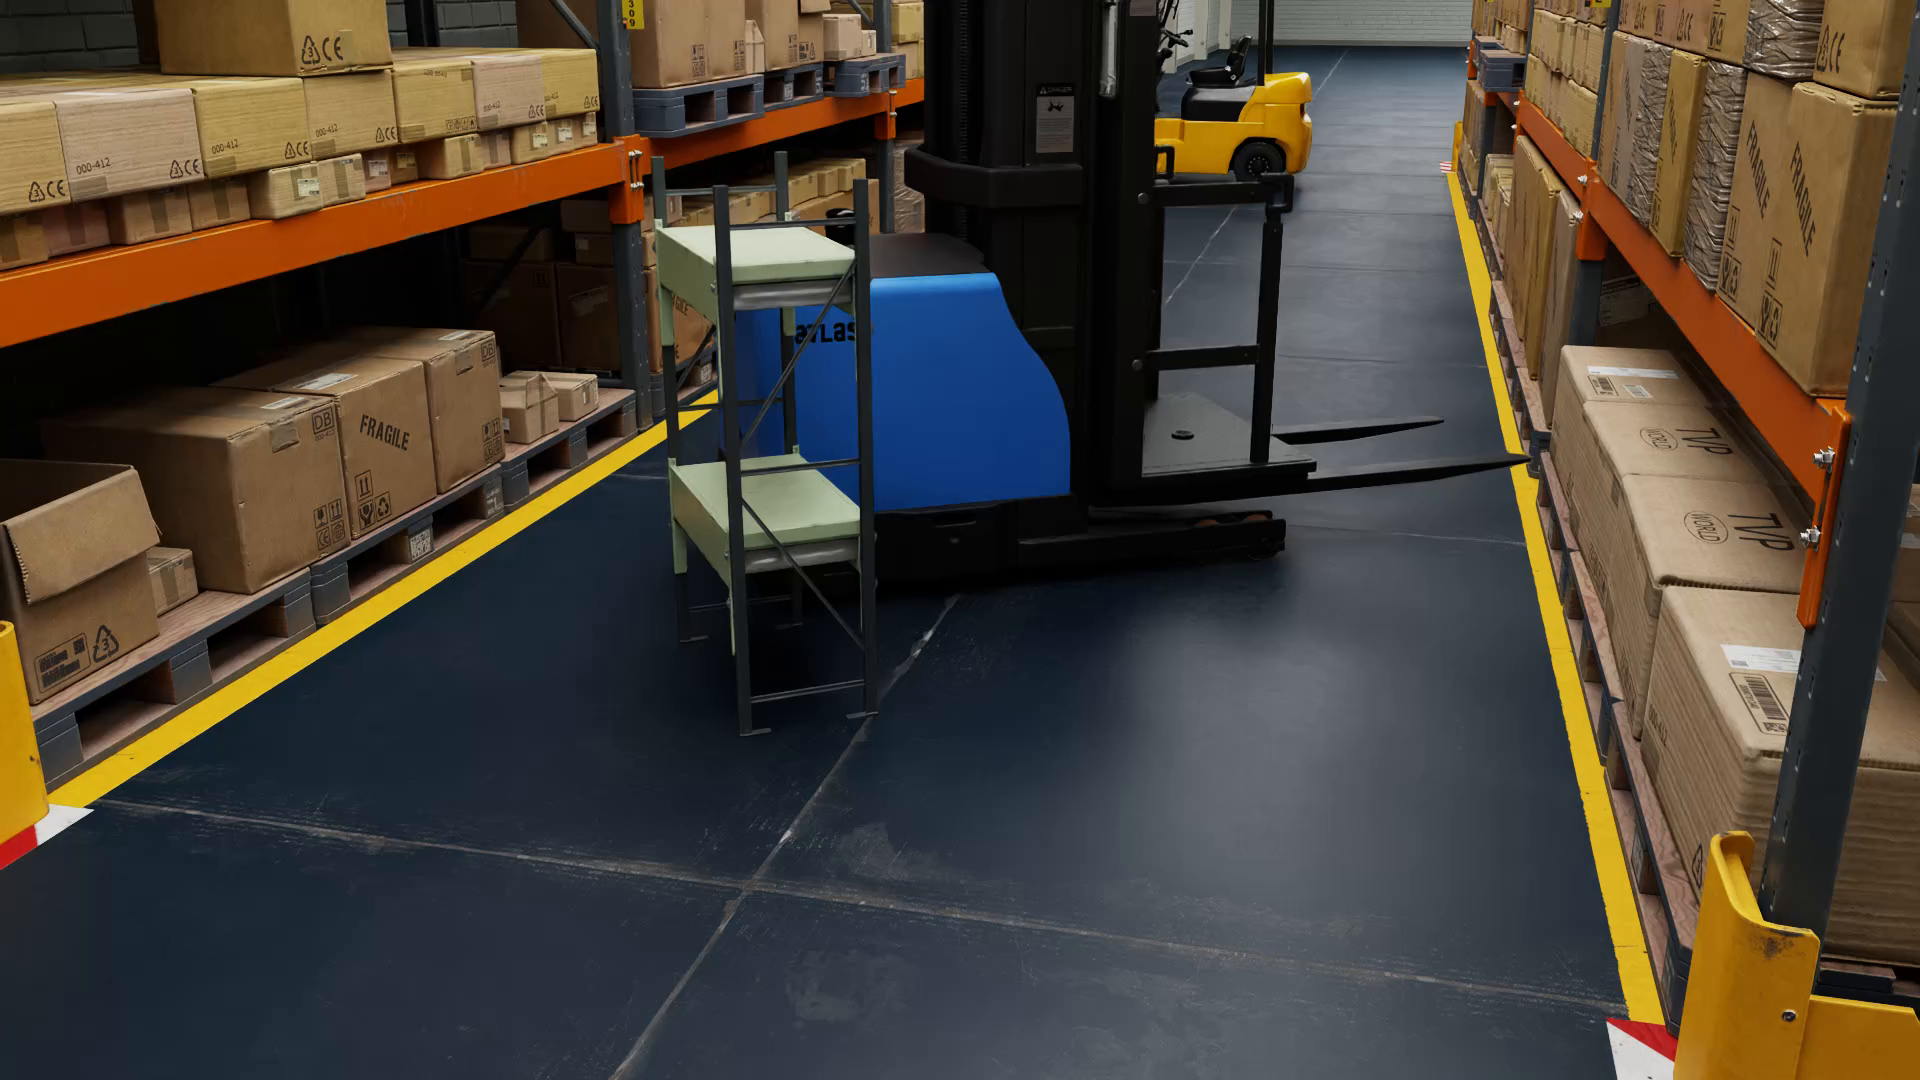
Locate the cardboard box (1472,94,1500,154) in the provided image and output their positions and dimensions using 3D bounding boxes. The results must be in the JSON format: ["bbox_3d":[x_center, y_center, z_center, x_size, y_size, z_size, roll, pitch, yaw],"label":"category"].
[{"bbox_3d":[4.852,-3.701,14.827,0.500,0.500,0.500,5,19,14],"label":"cardboard box"}]

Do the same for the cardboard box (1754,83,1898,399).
[{"bbox_3d":[1.774,-0.541,2.976,0.500,0.500,0.500,5,19,14],"label":"cardboard box"}]

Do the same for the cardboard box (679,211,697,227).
[{"bbox_3d":[-1.534,-1.555,8.312,0.380,0.149,0.250,4,19,11],"label":"cardboard box"}]

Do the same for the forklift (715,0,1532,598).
[{"bbox_3d":[0.662,-1.450,5.900,3.031,2.935,1.130,-6,20,-16],"label":"forklift"}]

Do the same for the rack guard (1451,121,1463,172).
[{"bbox_3d":[5.804,-4.130,17.505,1.175,0.500,0.348,5,19,13],"label":"rack guard"}]

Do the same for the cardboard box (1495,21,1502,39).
[{"bbox_3d":[4.334,-3.937,12.811,0.380,0.149,0.250,5,20,14],"label":"cardboard box"}]

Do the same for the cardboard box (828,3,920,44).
[{"bbox_3d":[-0.577,-3.503,11.262,0.500,0.250,0.500,5,19,13],"label":"cardboard box"}]

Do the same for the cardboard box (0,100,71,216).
[{"bbox_3d":[-2.529,-0.903,3.963,0.500,0.250,0.500,5,19,14],"label":"cardboard box"}]

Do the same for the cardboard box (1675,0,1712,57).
[{"bbox_3d":[2.148,-1.490,4.208,0.500,0.500,0.500,5,19,13],"label":"cardboard box"}]

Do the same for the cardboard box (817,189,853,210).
[{"bbox_3d":[-0.974,-1.930,10.415,0.500,0.500,0.500,4,19,13],"label":"cardboard box"}]

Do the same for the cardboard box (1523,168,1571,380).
[{"bbox_3d":[3.177,-1.253,7.852,0.875,0.875,0.875,5,20,15],"label":"cardboard box"}]

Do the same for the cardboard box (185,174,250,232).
[{"bbox_3d":[-2.326,-1.001,4.867,0.380,0.149,0.250,5,19,14],"label":"cardboard box"}]

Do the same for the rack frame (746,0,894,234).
[{"bbox_3d":[-0.946,-3.220,10.974,1.000,3.000,0.127,5,19,13],"label":"rack frame"}]

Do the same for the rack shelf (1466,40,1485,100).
[{"bbox_3d":[5.334,-4.369,15.451,1.077,0.370,4.000,5,19,13],"label":"rack shelf"}]

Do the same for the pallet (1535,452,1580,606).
[{"bbox_3d":[2.629,-0.023,5.930,1.003,0.211,1.213,5,19,13],"label":"pallet"}]

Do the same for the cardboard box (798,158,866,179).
[{"bbox_3d":[-0.822,-2.368,10.693,0.380,0.149,0.250,4,19,11],"label":"cardboard box"}]

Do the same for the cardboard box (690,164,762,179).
[{"bbox_3d":[-1.450,-2.238,10.314,0.380,0.149,0.250,5,19,14],"label":"cardboard box"}]

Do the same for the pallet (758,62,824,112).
[{"bbox_3d":[-1.417,-2.519,9.219,1.003,0.211,1.213,5,19,13],"label":"pallet"}]

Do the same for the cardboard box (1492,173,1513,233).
[{"bbox_3d":[4.379,-2.430,12.076,0.950,0.372,0.625,5,20,15],"label":"cardboard box"}]

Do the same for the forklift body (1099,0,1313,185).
[{"bbox_3d":[2.314,-4.587,16.290,2.313,2.155,1.214,5,19,13],"label":"forklift body"}]

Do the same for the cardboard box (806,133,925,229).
[{"bbox_3d":[-0.629,-2.695,12.460,0.875,0.625,0.625,5,20,15],"label":"cardboard box"}]

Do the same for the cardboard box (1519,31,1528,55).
[{"bbox_3d":[3.715,-3.120,10.420,0.380,0.149,0.250,5,19,14],"label":"cardboard box"}]

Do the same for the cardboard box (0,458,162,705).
[{"bbox_3d":[-2.660,0.086,4.507,0.797,0.503,0.637,4,19,11],"label":"cardboard box"}]

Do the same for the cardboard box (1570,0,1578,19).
[{"bbox_3d":[3.018,-2.576,7.386,0.500,0.500,0.500,5,20,15],"label":"cardboard box"}]

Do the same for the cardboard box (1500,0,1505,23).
[{"bbox_3d":[4.081,-3.872,11.620,0.500,0.500,0.500,4,19,11],"label":"cardboard box"}]

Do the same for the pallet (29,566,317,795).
[{"bbox_3d":[-2.689,0.334,4.885,1.003,0.211,1.213,5,19,13],"label":"pallet"}]

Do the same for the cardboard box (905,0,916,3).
[{"bbox_3d":[-0.519,-3.734,11.322,0.380,0.149,0.250,5,20,15],"label":"cardboard box"}]

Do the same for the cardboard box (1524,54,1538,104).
[{"bbox_3d":[3.504,-2.624,9.463,0.500,0.250,0.500,4,19,12],"label":"cardboard box"}]

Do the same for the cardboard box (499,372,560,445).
[{"bbox_3d":[-1.862,-0.561,6.770,0.396,0.266,0.258,5,20,15],"label":"cardboard box"}]

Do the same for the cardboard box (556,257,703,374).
[{"bbox_3d":[-1.587,-1.116,8.031,0.500,0.500,0.500,6,20,16],"label":"cardboard box"}]

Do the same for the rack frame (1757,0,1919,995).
[{"bbox_3d":[1.910,-0.322,2.489,0.949,2.616,0.053,5,19,13],"label":"rack frame"}]

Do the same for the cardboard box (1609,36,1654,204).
[{"bbox_3d":[2.395,-1.339,5.312,0.500,0.500,0.500,5,19,14],"label":"cardboard box"}]

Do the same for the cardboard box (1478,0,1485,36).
[{"bbox_3d":[5.075,-4.916,15.323,0.500,0.500,0.500,4,19,12],"label":"cardboard box"}]

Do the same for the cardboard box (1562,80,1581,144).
[{"bbox_3d":[2.881,-1.824,7.120,0.500,0.250,0.500,4,19,13],"label":"cardboard box"}]

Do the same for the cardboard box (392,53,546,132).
[{"bbox_3d":[-1.920,-1.699,6.292,0.500,0.250,0.500,5,19,14],"label":"cardboard box"}]

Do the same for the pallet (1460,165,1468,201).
[{"bbox_3d":[5.271,-3.360,15.698,1.003,0.211,1.213,5,19,13],"label":"pallet"}]

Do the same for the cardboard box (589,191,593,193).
[{"bbox_3d":[-1.839,-1.836,9.136,0.380,0.149,0.250,5,19,14],"label":"cardboard box"}]

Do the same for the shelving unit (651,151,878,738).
[{"bbox_3d":[-0.560,-0.300,4.745,0.431,1.500,0.755,-7,20,-21],"label":"shelving unit"}]

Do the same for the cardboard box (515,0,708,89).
[{"bbox_3d":[-1.589,-2.346,7.611,0.700,0.500,0.500,5,20,15],"label":"cardboard box"}]

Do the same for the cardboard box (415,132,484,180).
[{"bbox_3d":[-1.965,-1.398,6.029,0.380,0.149,0.250,4,19,13],"label":"cardboard box"}]

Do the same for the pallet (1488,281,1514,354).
[{"bbox_3d":[3.602,-1.268,9.574,1.003,0.211,1.213,5,19,13],"label":"pallet"}]

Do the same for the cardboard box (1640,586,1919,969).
[{"bbox_3d":[1.977,0.477,3.463,0.875,0.438,0.875,4,19,12],"label":"cardboard box"}]

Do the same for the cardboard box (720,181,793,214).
[{"bbox_3d":[-1.173,-1.954,9.483,0.380,0.149,0.250,4,19,11],"label":"cardboard box"}]

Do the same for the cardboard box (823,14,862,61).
[{"bbox_3d":[-0.890,-2.991,9.887,0.500,0.250,0.500,4,19,11],"label":"cardboard box"}]

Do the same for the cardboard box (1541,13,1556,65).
[{"bbox_3d":[3.243,-2.538,8.436,0.500,0.250,0.500,5,19,13],"label":"cardboard box"}]

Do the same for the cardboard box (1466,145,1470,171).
[{"bbox_3d":[4.978,-3.513,15.438,0.500,0.250,0.500,5,19,14],"label":"cardboard box"}]

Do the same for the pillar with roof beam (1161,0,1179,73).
[{"bbox_3d":[8.536,-13.721,32.437,9.100,9.000,0.400,5,19,13],"label":"pillar with roof beam"}]
